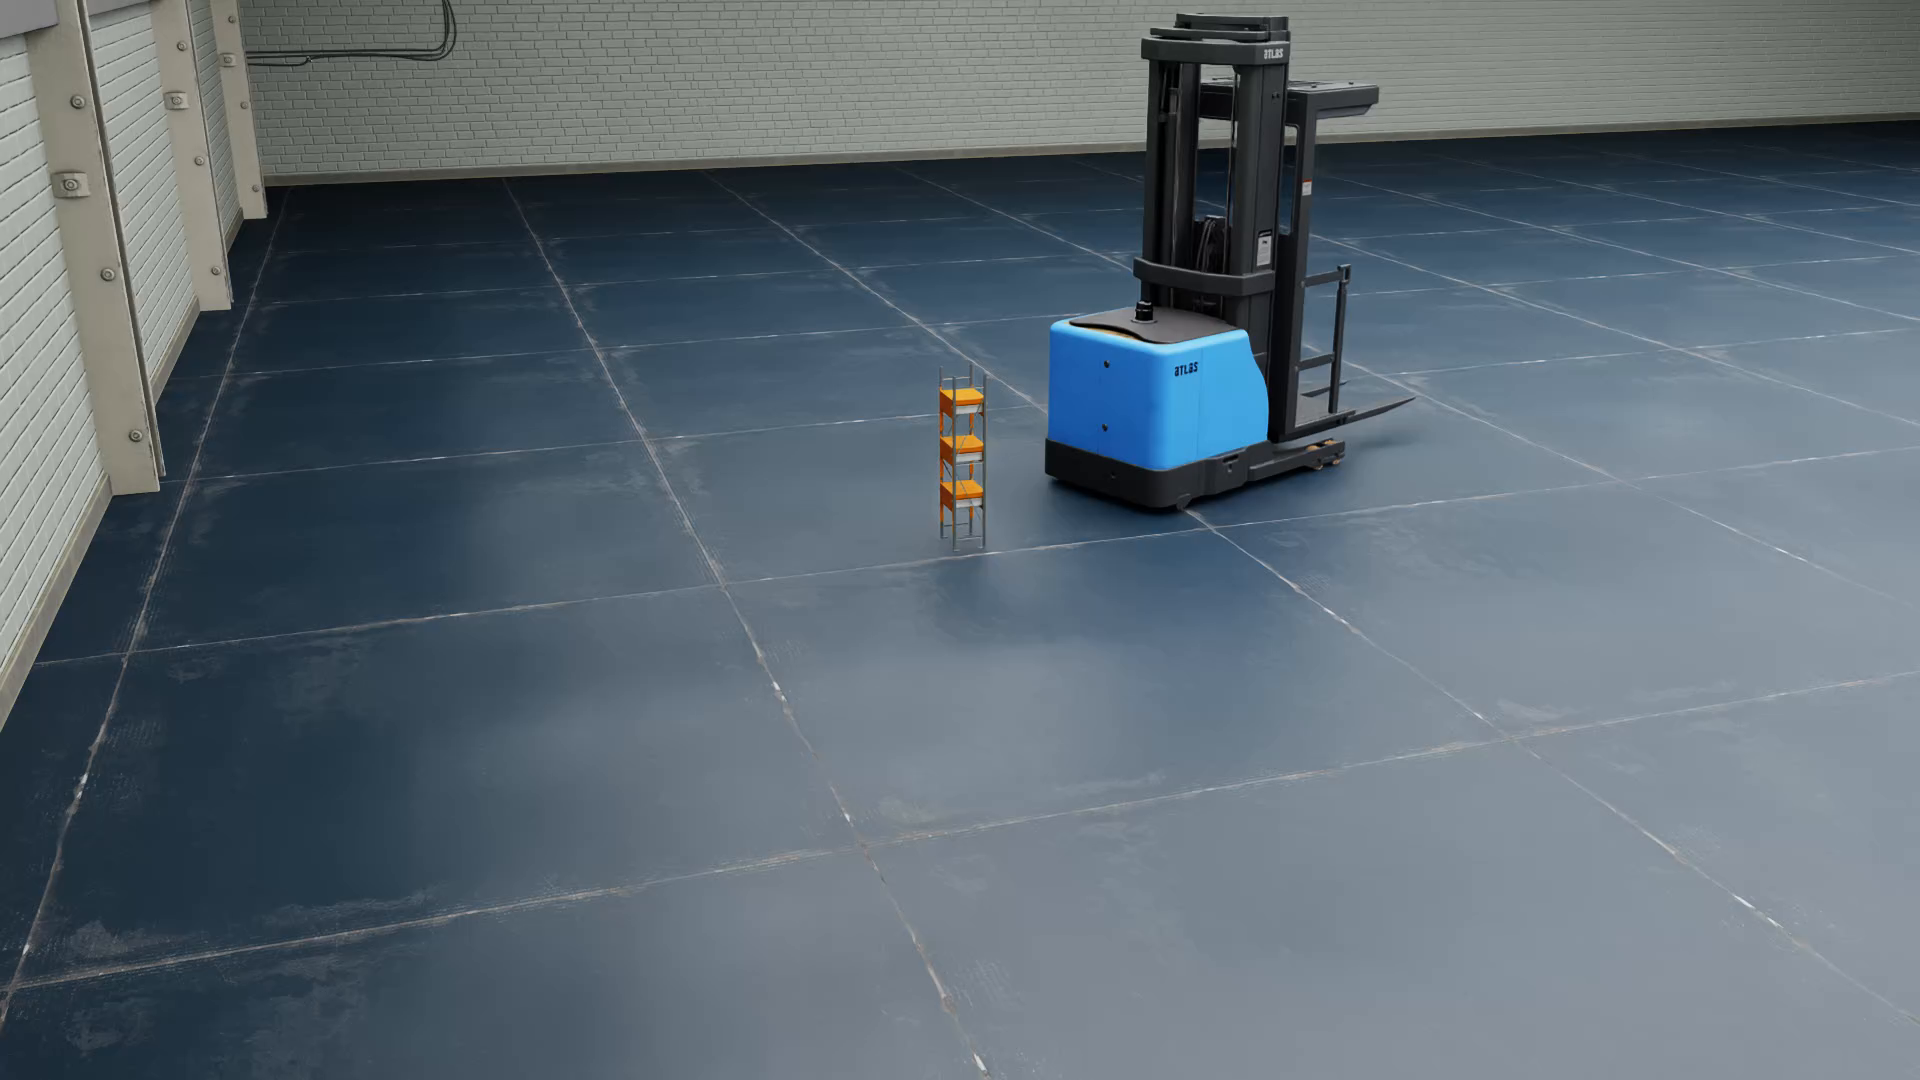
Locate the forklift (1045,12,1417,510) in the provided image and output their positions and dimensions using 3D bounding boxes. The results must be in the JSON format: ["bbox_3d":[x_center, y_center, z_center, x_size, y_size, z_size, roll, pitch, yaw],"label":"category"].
[{"bbox_3d":[1.996,-1.967,11.058,3.031,2.935,1.130,-17,26,-39],"label":"forklift"}]

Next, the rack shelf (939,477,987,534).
[{"bbox_3d":[0.017,-0.205,9.789,0.215,0.259,0.240,-6,21,-17],"label":"rack shelf"}]

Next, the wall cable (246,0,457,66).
[{"bbox_3d":[-8.854,-8.075,23.678,3.097,2.526,0.112,-6,21,-17],"label":"wall cable"}]

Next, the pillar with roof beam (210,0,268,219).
[{"bbox_3d":[-5.096,-8.907,21.403,9.100,9.000,0.400,-6,21,-17],"label":"pillar with roof beam"}]

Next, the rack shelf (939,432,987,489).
[{"bbox_3d":[0.017,-0.467,9.695,0.215,0.259,0.240,-6,21,-17],"label":"rack shelf"}]

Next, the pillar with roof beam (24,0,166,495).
[{"bbox_3d":[-1.325,-5.057,10.682,9.100,9.000,0.400,-6,21,-17],"label":"pillar with roof beam"}]

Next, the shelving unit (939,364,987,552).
[{"bbox_3d":[0.017,-0.477,9.691,0.215,1.050,0.252,-6,21,-17],"label":"shelving unit"}]

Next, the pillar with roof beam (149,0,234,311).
[{"bbox_3d":[-3.210,-6.982,16.043,9.100,9.000,0.400,-6,21,-17],"label":"pillar with roof beam"}]

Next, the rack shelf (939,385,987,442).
[{"bbox_3d":[0.017,-0.734,9.599,0.215,0.259,0.240,-6,21,-17],"label":"rack shelf"}]

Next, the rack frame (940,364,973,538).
[{"bbox_3d":[-0.022,-0.516,9.800,0.200,1.050,0.008,-6,21,-17],"label":"rack frame"}]

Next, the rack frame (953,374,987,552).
[{"bbox_3d":[0.055,-0.438,9.582,0.200,1.050,0.008,-6,21,-17],"label":"rack frame"}]
